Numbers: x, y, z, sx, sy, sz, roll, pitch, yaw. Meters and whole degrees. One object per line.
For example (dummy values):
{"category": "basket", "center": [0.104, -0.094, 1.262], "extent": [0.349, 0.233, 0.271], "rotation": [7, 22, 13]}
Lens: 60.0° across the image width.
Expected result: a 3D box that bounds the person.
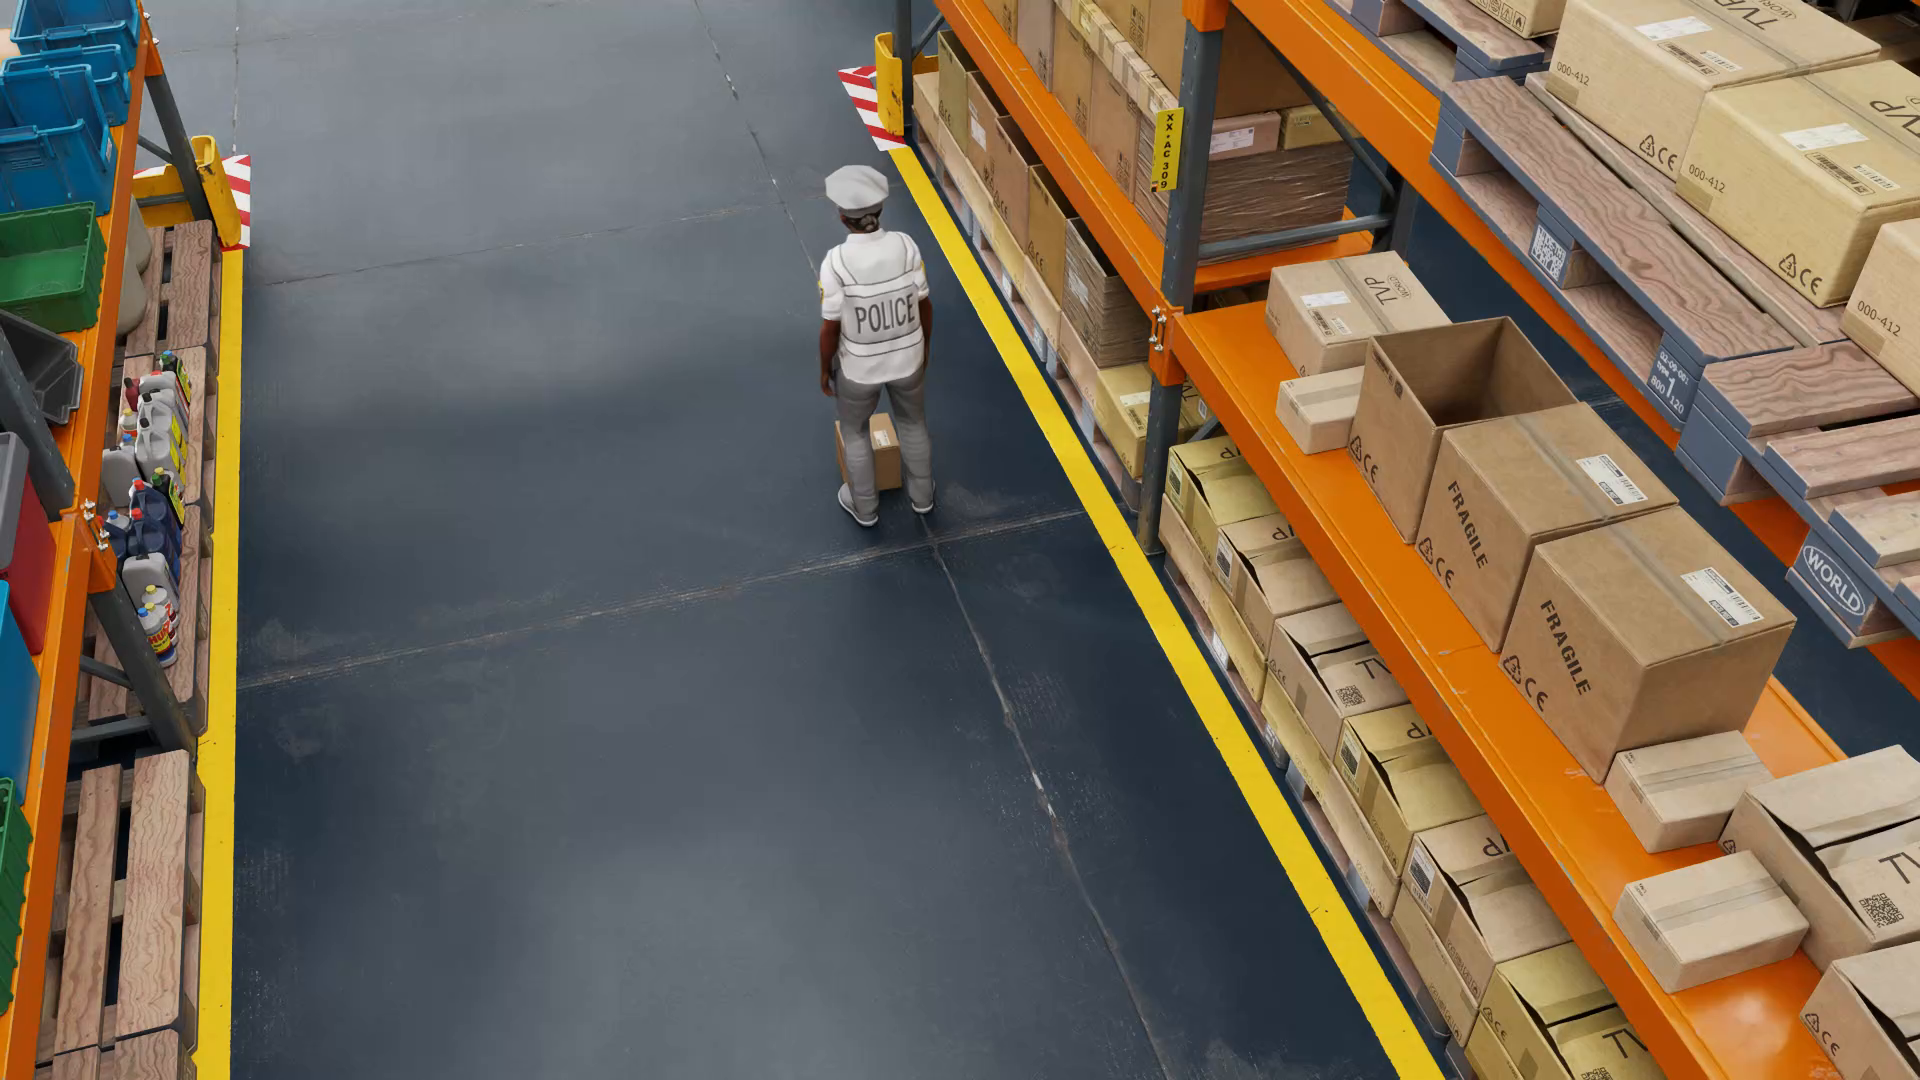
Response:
{"category": "person", "center": [-0.340, -0.764, 6.994], "extent": [0.530, 1.660, 0.398], "rotation": [-15, 44, -15]}
